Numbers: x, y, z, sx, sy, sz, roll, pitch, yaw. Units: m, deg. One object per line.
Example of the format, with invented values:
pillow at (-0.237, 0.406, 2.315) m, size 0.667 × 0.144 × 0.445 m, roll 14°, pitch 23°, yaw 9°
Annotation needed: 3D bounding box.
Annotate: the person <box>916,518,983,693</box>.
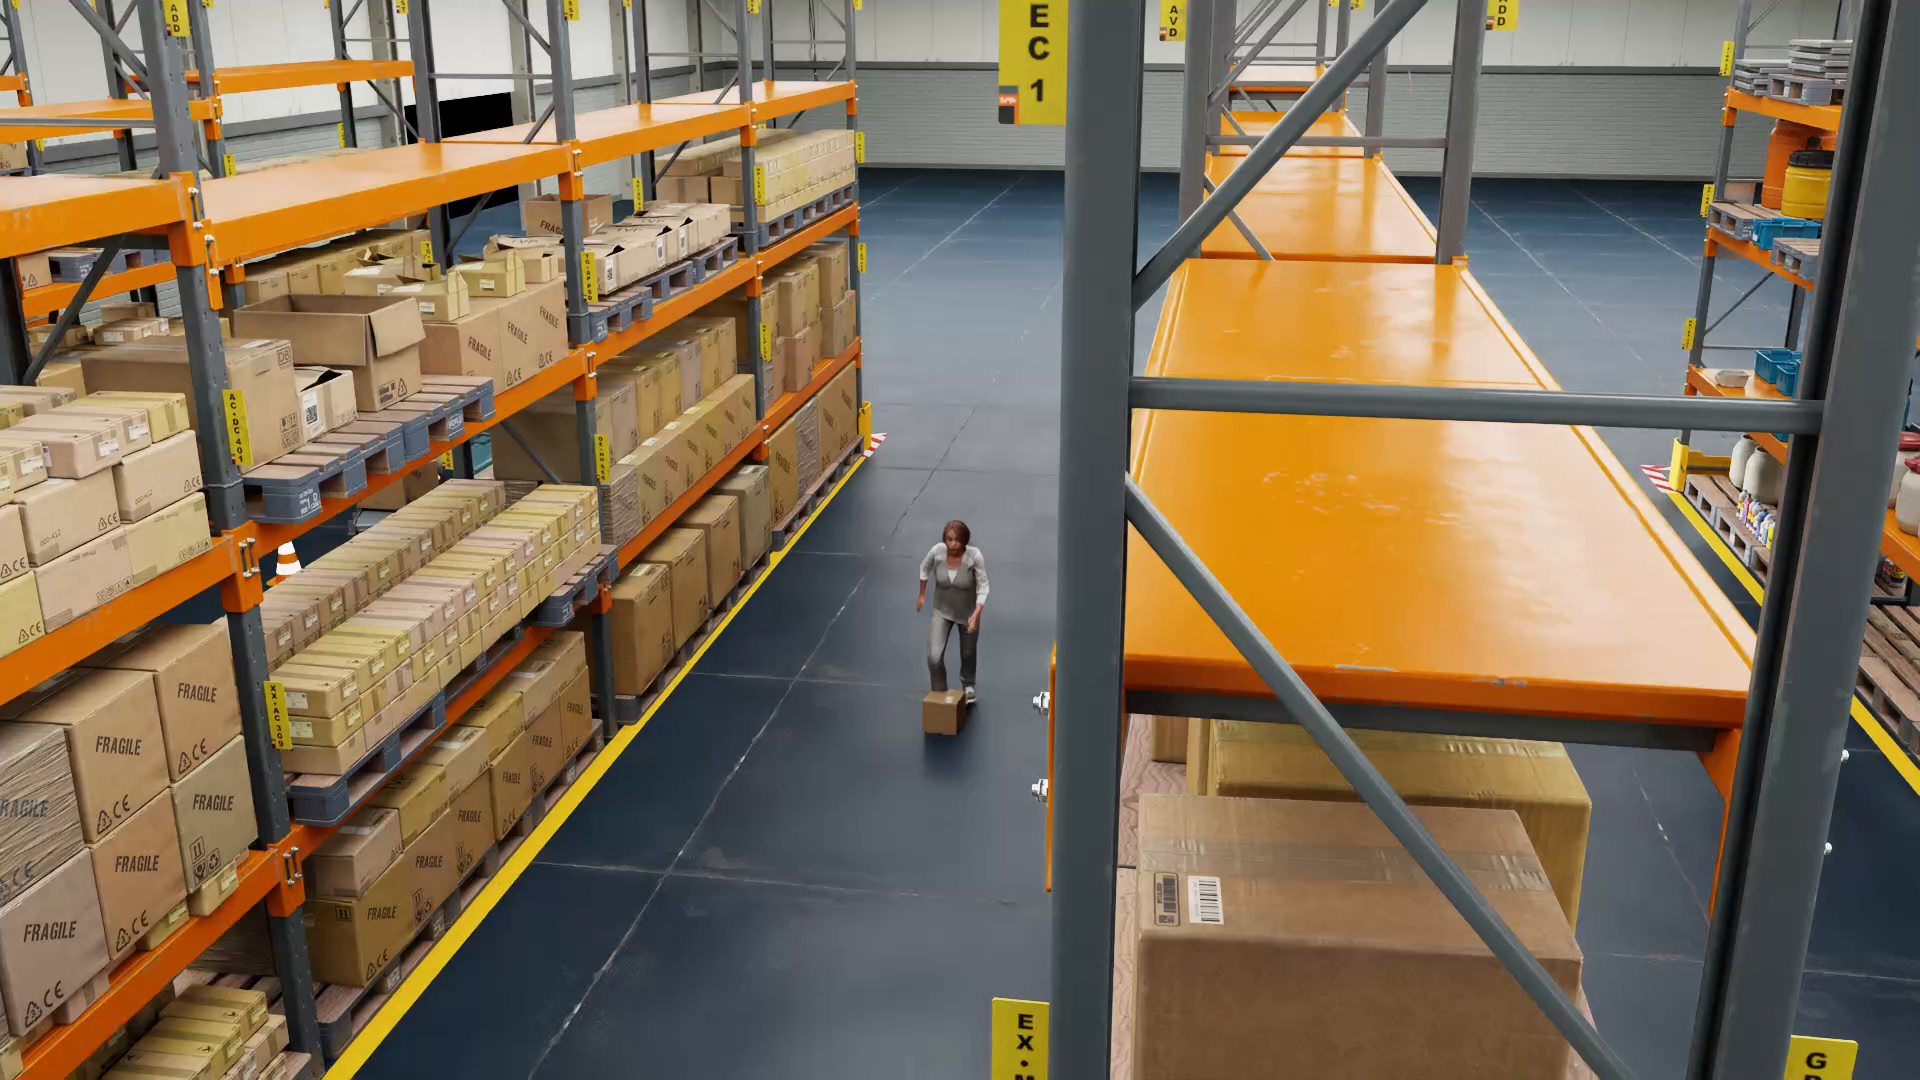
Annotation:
person at (-0.067, 0.491, 11.912) m, size 0.522 × 1.446 × 0.782 m, roll 1°, pitch 18°, yaw 3°
